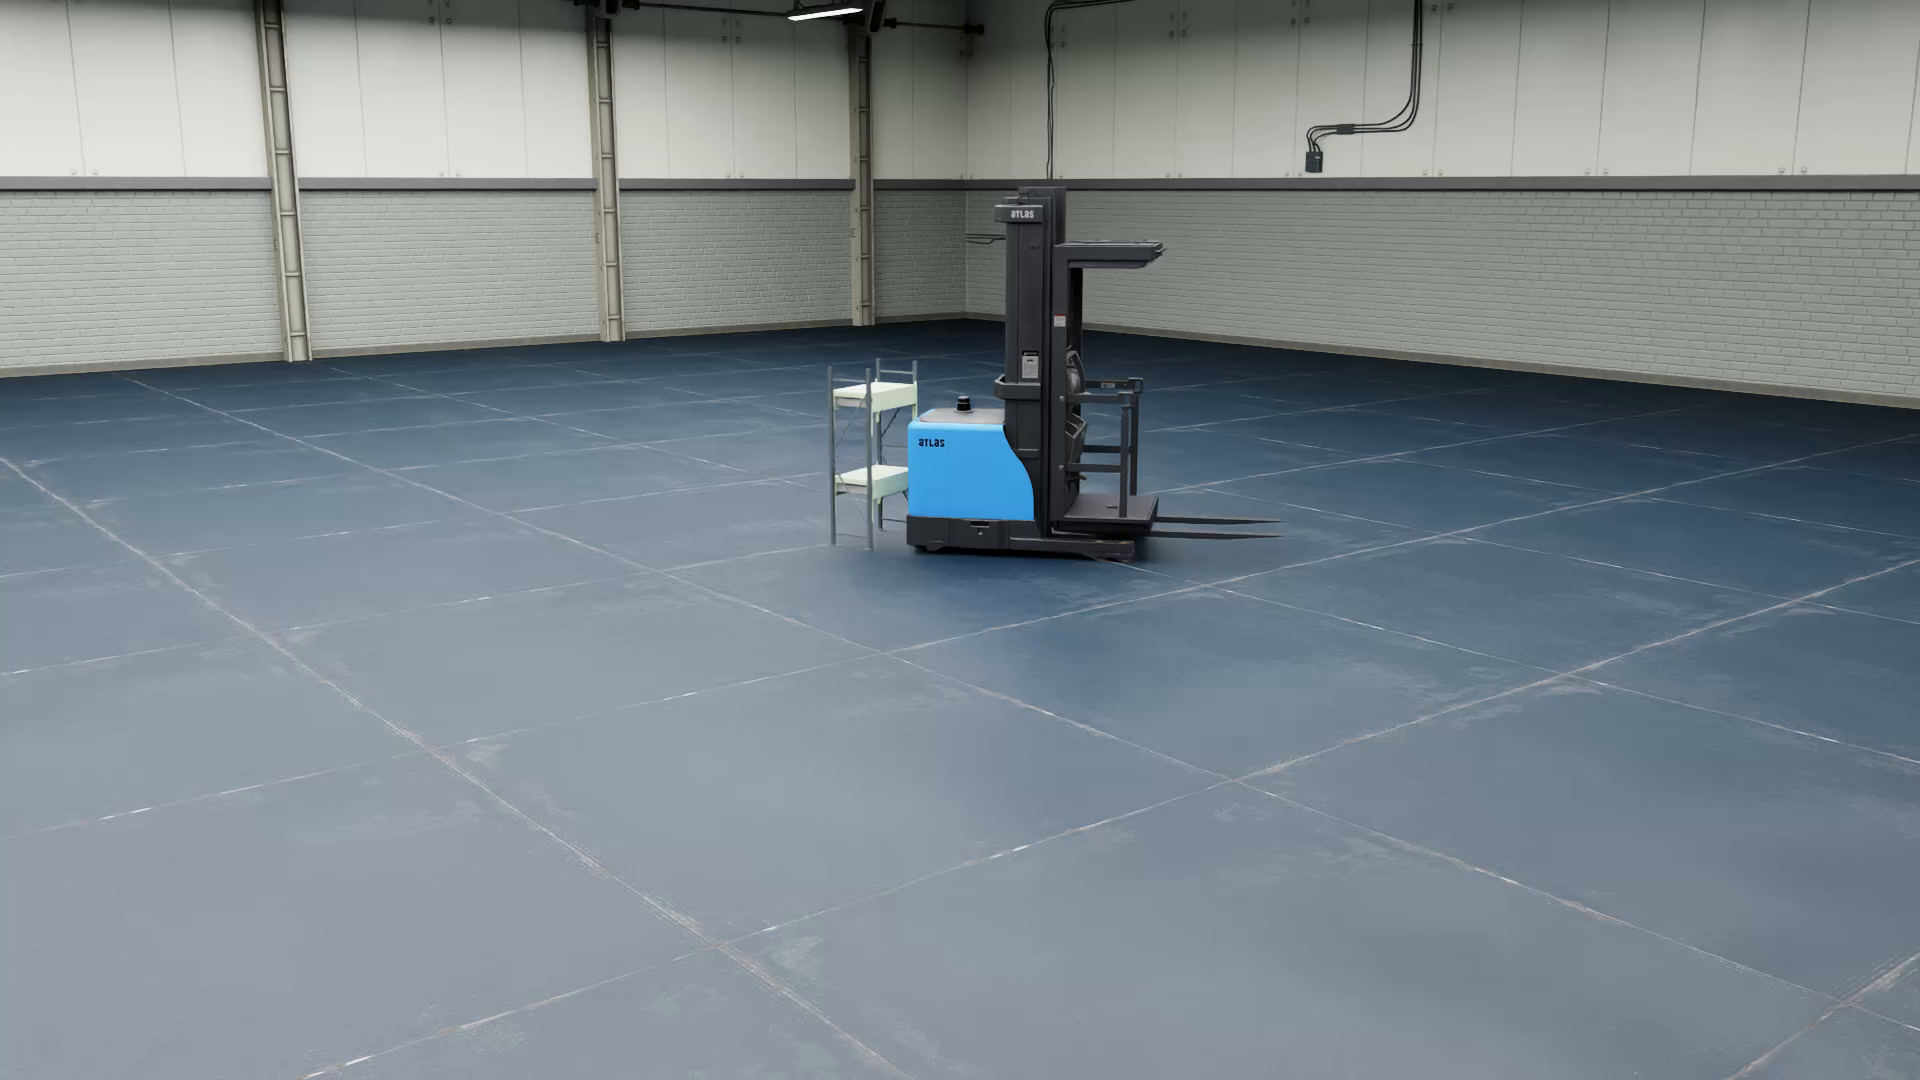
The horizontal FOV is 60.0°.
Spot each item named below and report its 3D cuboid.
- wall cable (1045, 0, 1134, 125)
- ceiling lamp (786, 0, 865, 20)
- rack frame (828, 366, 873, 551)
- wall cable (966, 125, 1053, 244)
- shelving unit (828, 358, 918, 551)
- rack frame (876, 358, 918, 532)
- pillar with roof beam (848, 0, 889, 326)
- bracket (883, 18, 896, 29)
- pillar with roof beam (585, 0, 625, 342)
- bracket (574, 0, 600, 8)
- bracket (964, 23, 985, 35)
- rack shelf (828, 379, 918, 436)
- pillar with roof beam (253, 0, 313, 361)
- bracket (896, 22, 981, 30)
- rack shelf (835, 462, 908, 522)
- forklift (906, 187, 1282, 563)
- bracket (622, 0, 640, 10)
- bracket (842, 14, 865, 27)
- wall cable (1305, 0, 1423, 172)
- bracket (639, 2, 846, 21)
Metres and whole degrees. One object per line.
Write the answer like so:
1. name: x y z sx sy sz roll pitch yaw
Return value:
1. wall cable: 2.718 -9.757 33.731 0.112 2.526 3.097 -9 15 -38
2. ceiling lamp: -2.149 -10.660 28.614 0.800 3.185 2.000 -9 15 -38
3. rack frame: -0.899 -0.665 13.651 0.400 1.500 0.023 7 14 29
4. wall cable: 1.028 -7.725 36.322 0.112 2.526 3.097 -9 15 -38
5. shelving unit: -0.718 -0.731 13.963 0.431 1.500 0.755 7 14 29
6. rack frame: -0.538 -0.798 14.274 0.400 1.500 0.023 7 14 29
7. pillar with roof beam: 0.590 -8.378 31.921 0.548 9.000 9.100 -9 15 -38
8. bracket: -1.553 -10.834 34.818 0.430 0.232 0.235 -9 15 -38
9. pillar with roof beam: -4.095 -7.600 28.254 0.548 9.000 9.100 -9 15 -38
10. bracket: -6.886 -9.947 30.644 0.430 0.232 0.235 -9 15 -38
11. bracket: 0.297 -11.141 36.266 0.430 0.232 0.235 -9 15 -38
12. rack shelf: -0.718 -1.113 13.882 0.431 0.370 0.720 7 14 29
13. pillar with roof beam: -8.780 -6.821 24.588 0.400 9.000 9.100 -9 15 -38
14. bracket: -0.164 -11.064 35.905 3.189 0.066 0.076 -9 15 -38
15. rack shelf: -0.718 -0.413 14.031 0.431 0.370 0.720 7 14 29
16. forklift: 1.129 -1.374 13.541 3.031 2.935 1.130 2 12 10
17. bracket: -6.238 -10.055 31.151 0.430 0.232 0.235 -9 15 -38
18. bracket: -2.201 -10.726 34.310 0.430 0.232 0.235 -9 15 -38
19. wall cable: 6.946 -9.366 28.385 0.169 6.003 2.305 -9 15 -38
20. bracket: -4.213 -10.392 32.736 4.783 0.066 0.076 -9 15 -38
